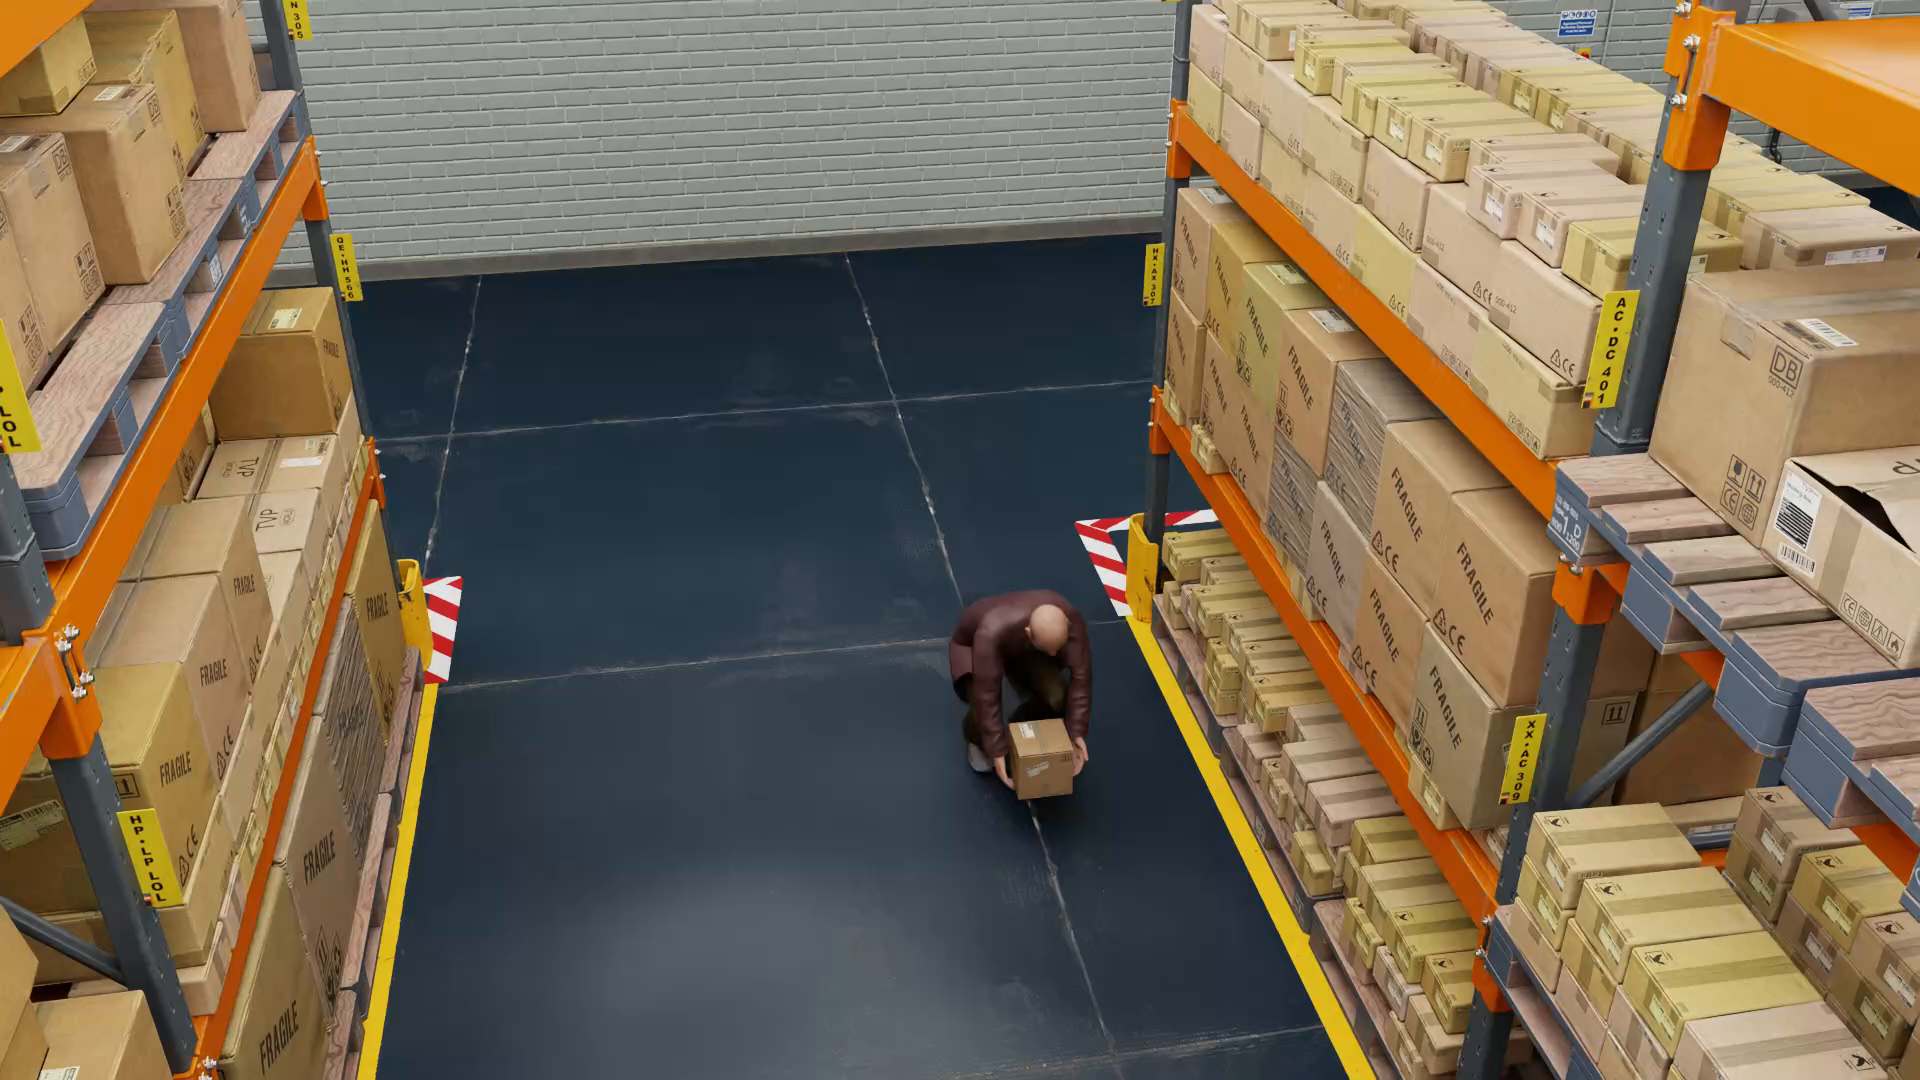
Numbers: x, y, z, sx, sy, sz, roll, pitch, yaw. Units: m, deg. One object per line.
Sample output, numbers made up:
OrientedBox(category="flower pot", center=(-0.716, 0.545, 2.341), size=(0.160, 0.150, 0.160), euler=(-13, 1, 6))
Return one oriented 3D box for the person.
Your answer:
OrientedBox(category="person", center=(0.272, 0.625, 7.803), size=(0.612, 1.056, 0.888), euler=(-8, 31, -13))
